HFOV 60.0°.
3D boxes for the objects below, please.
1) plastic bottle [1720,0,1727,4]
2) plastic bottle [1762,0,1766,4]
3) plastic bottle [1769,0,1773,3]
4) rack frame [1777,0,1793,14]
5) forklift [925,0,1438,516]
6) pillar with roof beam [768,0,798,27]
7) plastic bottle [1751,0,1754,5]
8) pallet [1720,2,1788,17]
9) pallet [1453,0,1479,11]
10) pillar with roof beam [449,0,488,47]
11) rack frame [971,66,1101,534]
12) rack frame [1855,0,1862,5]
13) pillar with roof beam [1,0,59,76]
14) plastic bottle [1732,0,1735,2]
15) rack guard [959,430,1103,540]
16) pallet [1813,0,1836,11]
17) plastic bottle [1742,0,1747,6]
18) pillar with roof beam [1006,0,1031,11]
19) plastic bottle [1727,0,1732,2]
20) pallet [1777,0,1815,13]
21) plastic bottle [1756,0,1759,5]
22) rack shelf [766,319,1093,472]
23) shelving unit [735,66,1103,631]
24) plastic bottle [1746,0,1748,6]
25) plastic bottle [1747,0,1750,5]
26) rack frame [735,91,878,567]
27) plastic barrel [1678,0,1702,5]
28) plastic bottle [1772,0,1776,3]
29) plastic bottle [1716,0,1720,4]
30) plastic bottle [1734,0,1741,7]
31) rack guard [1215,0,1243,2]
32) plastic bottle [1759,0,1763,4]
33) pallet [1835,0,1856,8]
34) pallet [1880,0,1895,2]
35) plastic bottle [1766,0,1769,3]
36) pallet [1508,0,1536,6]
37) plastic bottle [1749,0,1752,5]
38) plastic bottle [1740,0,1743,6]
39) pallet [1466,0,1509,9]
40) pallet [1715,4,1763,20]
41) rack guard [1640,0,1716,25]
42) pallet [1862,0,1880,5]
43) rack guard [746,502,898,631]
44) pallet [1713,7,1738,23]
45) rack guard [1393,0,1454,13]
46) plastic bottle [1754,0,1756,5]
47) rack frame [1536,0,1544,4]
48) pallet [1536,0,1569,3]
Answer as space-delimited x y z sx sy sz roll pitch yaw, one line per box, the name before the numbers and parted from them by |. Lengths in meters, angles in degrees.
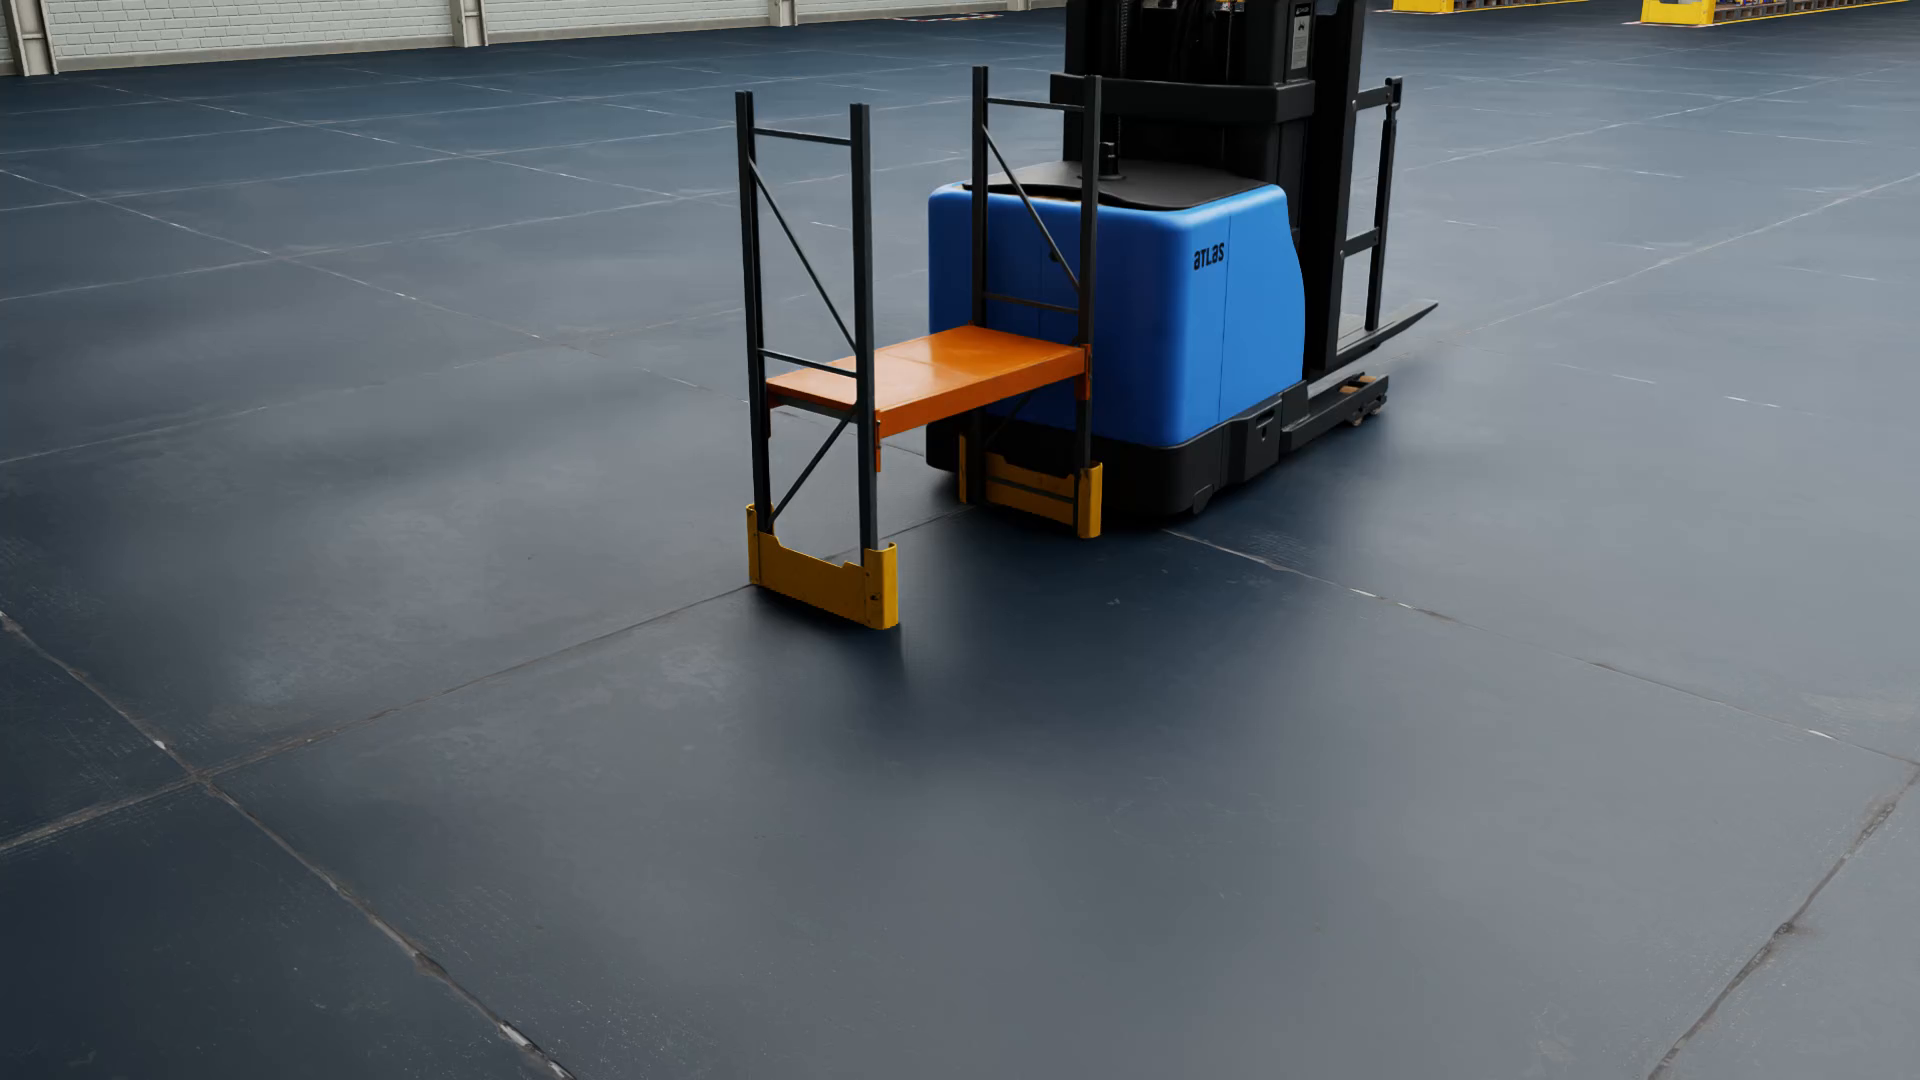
plastic bottle | 14.187 -10.126 30.922 0.152 0.276 0.135 19 28 41
plastic bottle | 14.892 -10.082 30.797 0.133 0.283 0.061 -18 27 -39
plastic bottle | 15.109 -10.215 31.050 0.144 0.351 0.185 18 28 39
rack frame | 15.352 -11.484 31.272 1.000 3.000 0.127 19 28 41
forklift | 1.130 -1.919 6.481 1.130 2.935 3.031 14 25 32
pillar with roof beam | 0.045 -11.970 24.174 9.100 9.000 0.400 19 28 41
plastic bottle | 14.500 -9.942 30.448 0.097 0.271 0.097 0 21 0
pallet | 14.854 -10.020 31.350 1.003 0.211 1.213 19 28 41
pallet | 9.519 -10.602 32.864 1.003 0.211 1.213 19 28 41
pillar with roof beam | -4.141 -10.428 20.161 9.100 9.000 0.400 19 28 41
rack frame | 0.237 -0.779 5.511 0.500 1.500 0.032 18 27 38
rack frame | 18.142 -12.512 33.947 1.000 3.000 0.127 19 28 41
pillar with roof beam | -8.326 -8.885 16.149 9.100 9.000 0.400 19 28 41
plastic bottle | 14.595 -10.313 31.305 0.144 0.351 0.185 19 28 41
rack guard | 0.236 -0.195 5.735 0.587 0.250 0.087 18 27 38
pallet | 16.723 -10.709 33.142 1.003 0.211 1.213 19 28 41
plastic bottle | 14.221 -9.835 30.154 0.133 0.283 0.061 -20 28 -41
pillar with roof beam | 4.231 -13.512 28.187 9.100 9.000 0.400 19 28 41
plastic bottle | 14.477 -10.245 31.237 0.097 0.271 0.097 0 21 0
pallet | 15.872 -10.394 32.323 1.003 0.211 1.213 19 28 41
plastic bottle | 14.634 -10.007 30.613 0.135 0.276 0.152 -20 28 -41
rack shelf | -0.099 -0.475 5.220 0.538 0.185 1.000 18 27 38
shelving unit | -0.093 -0.645 5.162 0.587 1.500 1.083 18 27 38
plastic bottle | 14.289 -9.864 30.246 0.097 0.271 0.097 0 21 0
plastic bottle | 14.359 -9.889 30.313 0.097 0.271 0.097 0 21 0
rack frame | -0.436 -0.506 4.800 0.500 1.500 0.032 18 27 38
plastic barrel | 12.966 -9.679 29.458 0.421 0.512 0.421 0 21 0
plastic bottle | 15.253 -10.215 31.144 0.133 0.283 0.061 -18 28 -39
plastic bottle | 14.051 -10.055 30.841 0.097 0.201 0.097 0 21 0
plastic bottle | 14.050 -9.776 30.017 0.097 0.271 0.097 0 21 0
rack guard | 5.516 -11.788 35.547 1.175 0.500 0.348 19 28 41
plastic bottle | 14.750 -10.083 30.705 0.144 0.351 0.185 19 28 40
pallet | 17.574 -11.021 33.954 1.003 0.211 1.213 19 28 41
pallet | 19.514 -11.736 35.814 1.003 0.211 1.213 19 28 41
plastic bottle | 14.975 -10.166 30.921 0.144 0.351 0.185 18 27 38
pallet | 11.221 -11.229 34.495 1.003 0.211 1.213 19 28 41
plastic bottle | 14.428 -9.882 30.392 0.097 0.201 0.097 0 21 0
plastic bottle | 14.122 -9.770 30.099 0.097 0.201 0.097 0 21 0
pallet | 10.370 -10.914 33.676 1.003 0.211 1.213 19 28 41
pallet | 14.002 -9.705 30.530 1.003 0.211 1.213 19 28 41
rack guard | 12.581 -9.320 29.127 1.175 0.500 0.348 19 28 41
pallet | 18.663 -11.424 35.002 1.003 0.211 1.213 19 28 41
rack guard | -0.423 0.072 5.038 0.587 0.250 0.087 18 27 38
pallet | 13.151 -9.393 29.718 1.003 0.211 1.213 19 28 41
rack guard | 8.998 -10.523 32.257 1.175 0.500 0.348 19 28 41
plastic bottle | 14.571 -9.935 30.529 0.097 0.201 0.097 0 21 0
rack frame | 11.806 -12.725 34.500 1.000 3.000 0.127 19 28 41
pallet | 12.292 -11.622 35.518 1.003 0.211 1.213 19 28 41
